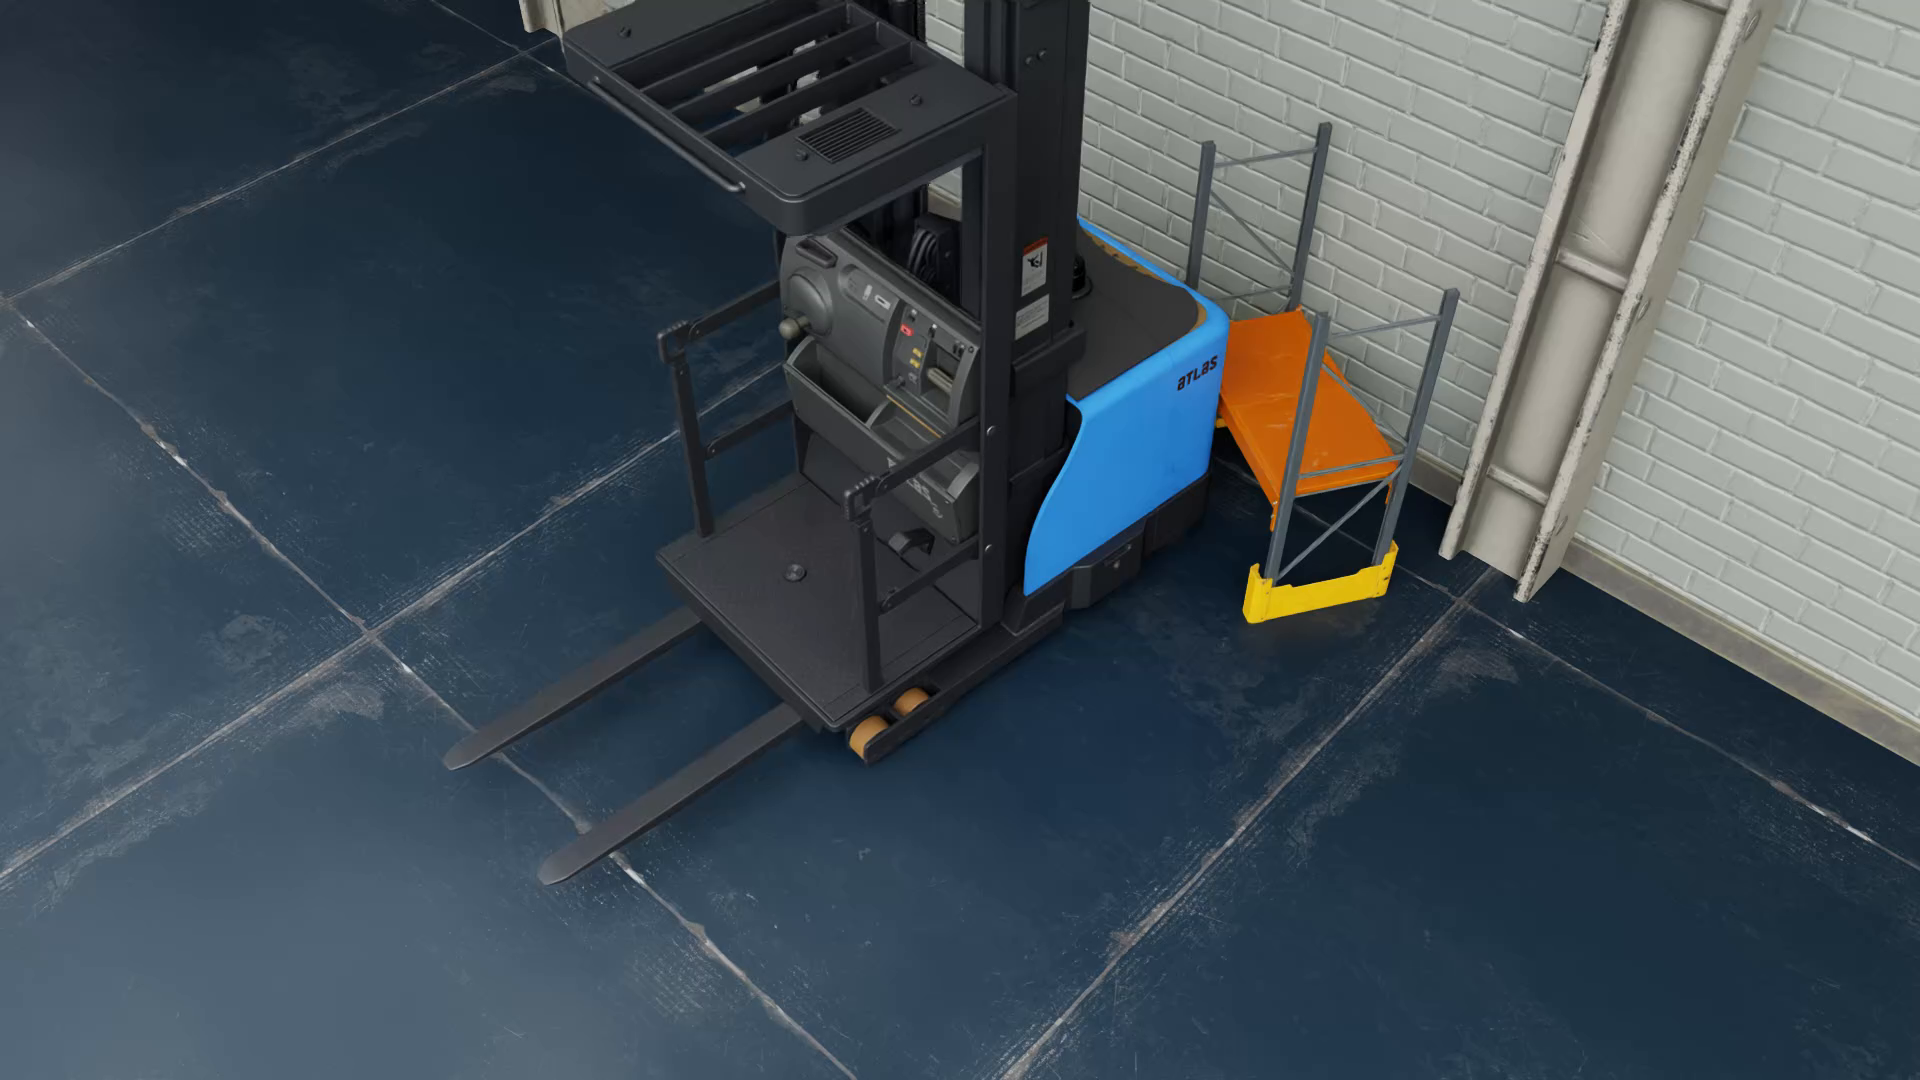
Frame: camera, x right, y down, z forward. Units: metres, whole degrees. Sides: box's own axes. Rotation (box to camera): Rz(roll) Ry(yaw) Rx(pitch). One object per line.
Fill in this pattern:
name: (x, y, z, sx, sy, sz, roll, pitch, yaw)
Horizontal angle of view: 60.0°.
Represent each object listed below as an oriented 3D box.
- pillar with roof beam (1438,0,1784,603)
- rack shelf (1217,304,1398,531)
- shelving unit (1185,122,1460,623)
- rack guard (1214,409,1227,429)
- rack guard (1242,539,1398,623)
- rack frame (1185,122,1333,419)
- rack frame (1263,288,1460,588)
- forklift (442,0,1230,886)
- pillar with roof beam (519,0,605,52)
pillar with roof beam: (-0.747, -0.704, 1.238, 0.400, 9.000, 9.100, 34, 55, 28)
rack shelf: (1.262, -0.494, 6.432, 0.538, 0.185, 1.000, -11, 48, -10)
shelving unit: (1.260, -0.623, 6.306, 0.587, 1.500, 1.083, -11, 48, -10)
rack guard: (1.129, -0.546, 7.091, 0.587, 0.250, 0.087, -11, 48, -10)
rack guard: (1.392, 0.155, 6.433, 0.587, 0.250, 0.087, -11, 48, -10)
rack frame: (1.128, -0.974, 6.636, 0.500, 1.500, 0.032, -11, 48, -10)
rack frame: (1.397, -0.259, 5.965, 0.500, 1.500, 0.032, -11, 48, -10)
forklift: (-0.434, -0.642, 5.342, 3.031, 2.935, 1.130, -33, 55, -27)
pillar with roof beam: (-5.156, -3.671, 4.024, 0.400, 9.000, 9.100, 34, 55, 28)
